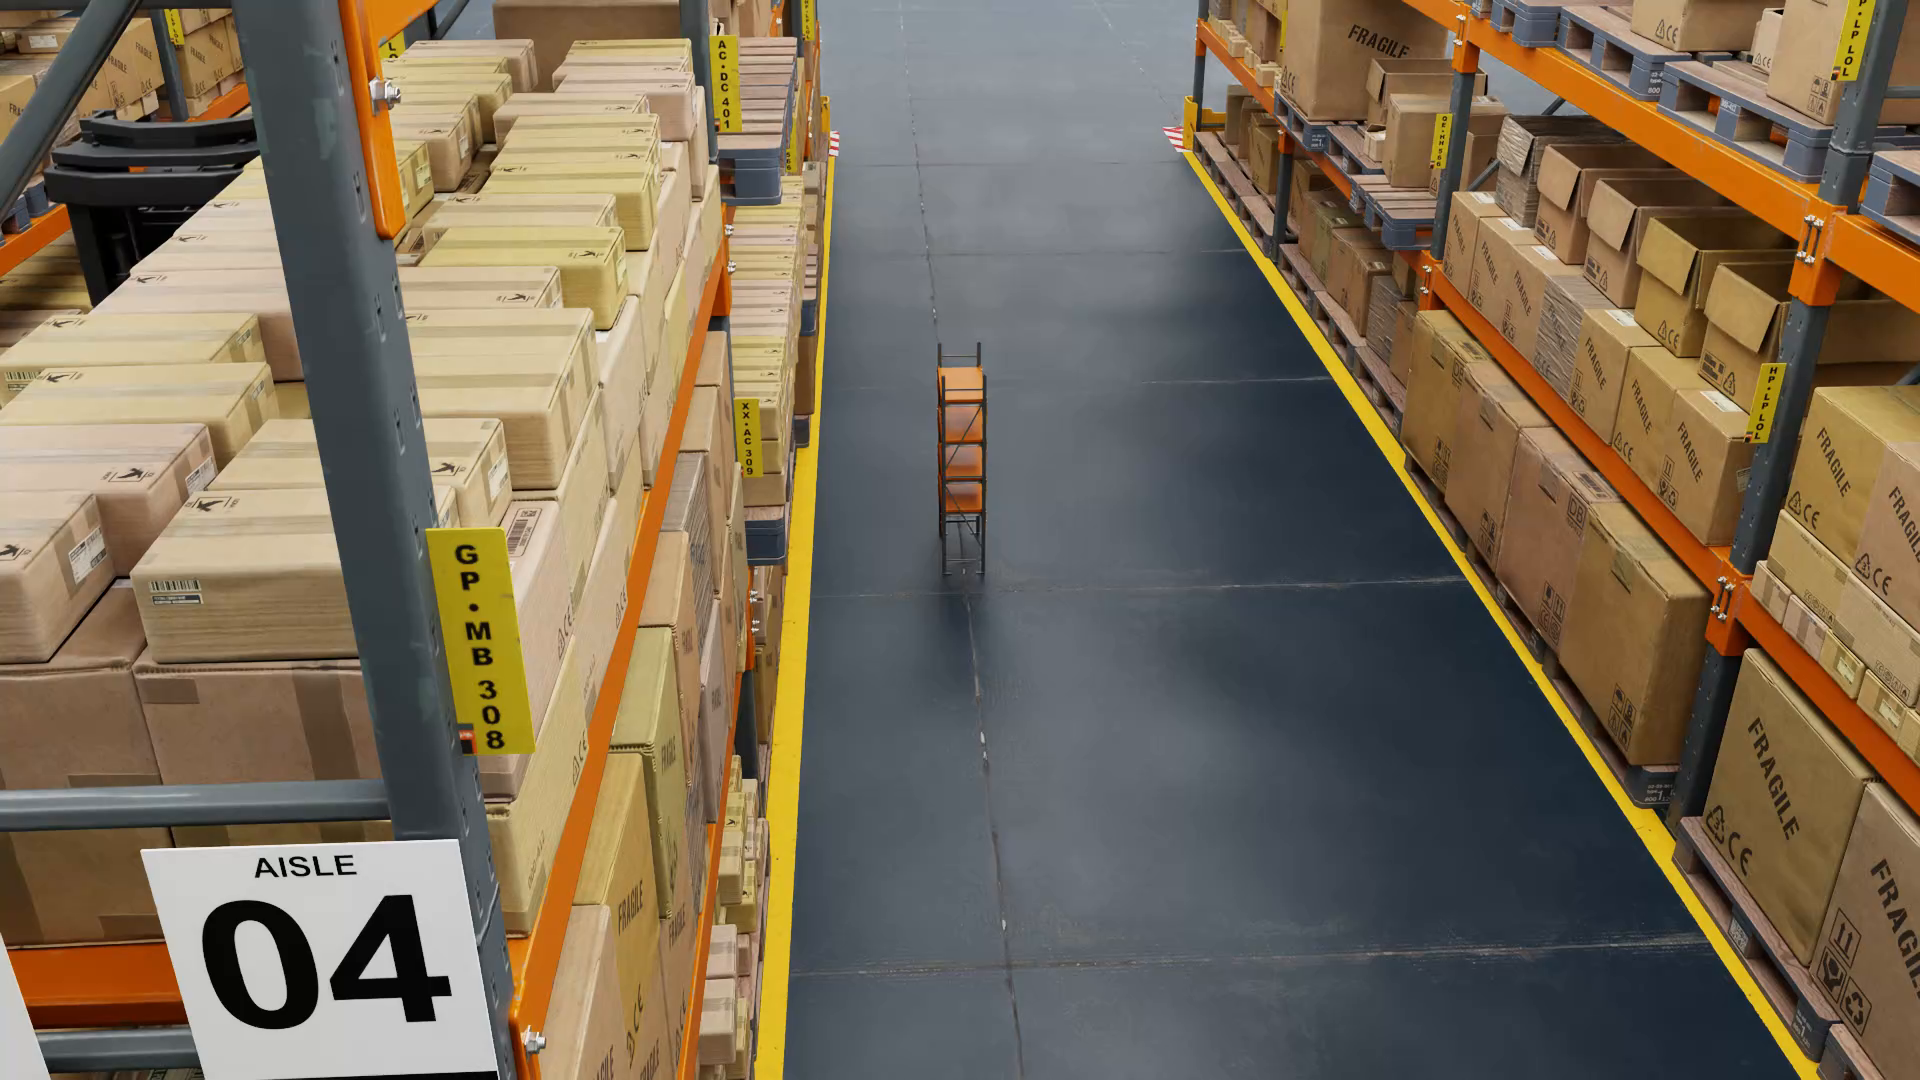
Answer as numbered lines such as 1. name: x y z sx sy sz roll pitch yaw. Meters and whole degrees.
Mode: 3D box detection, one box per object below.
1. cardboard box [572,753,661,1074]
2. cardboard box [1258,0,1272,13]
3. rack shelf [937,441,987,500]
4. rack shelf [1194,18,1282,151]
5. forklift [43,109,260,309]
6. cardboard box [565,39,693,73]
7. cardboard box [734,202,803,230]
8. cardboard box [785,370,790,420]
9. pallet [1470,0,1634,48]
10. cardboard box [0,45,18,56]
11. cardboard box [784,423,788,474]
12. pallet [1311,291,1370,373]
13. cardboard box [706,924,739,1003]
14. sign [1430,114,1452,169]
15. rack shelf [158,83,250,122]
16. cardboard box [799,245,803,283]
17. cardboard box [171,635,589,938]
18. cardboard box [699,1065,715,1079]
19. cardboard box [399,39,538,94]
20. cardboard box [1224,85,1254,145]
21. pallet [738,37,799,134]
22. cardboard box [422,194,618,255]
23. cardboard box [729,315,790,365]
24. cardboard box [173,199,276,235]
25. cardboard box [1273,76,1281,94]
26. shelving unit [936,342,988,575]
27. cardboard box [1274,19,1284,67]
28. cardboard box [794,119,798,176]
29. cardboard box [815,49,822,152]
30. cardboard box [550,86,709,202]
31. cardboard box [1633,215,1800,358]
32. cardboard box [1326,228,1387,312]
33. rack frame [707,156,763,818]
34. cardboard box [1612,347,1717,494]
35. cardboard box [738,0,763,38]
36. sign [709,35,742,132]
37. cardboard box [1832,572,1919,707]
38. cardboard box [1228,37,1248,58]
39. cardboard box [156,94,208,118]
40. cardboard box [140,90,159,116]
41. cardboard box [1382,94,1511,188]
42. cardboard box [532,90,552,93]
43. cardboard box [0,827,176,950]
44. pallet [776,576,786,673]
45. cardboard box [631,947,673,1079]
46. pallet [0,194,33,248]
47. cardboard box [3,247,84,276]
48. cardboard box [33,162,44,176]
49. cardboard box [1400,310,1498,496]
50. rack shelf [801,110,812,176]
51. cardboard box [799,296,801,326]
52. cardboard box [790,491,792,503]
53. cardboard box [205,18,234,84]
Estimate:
1. cardboard box: -0.929 0.795 3.470 0.500 0.500 0.500 -1 28 -1
2. cardboard box: 2.868 -4.805 14.208 0.500 0.500 0.500 -1 28 -3
3. rack shelf: 0.009 -0.396 9.357 0.258 0.148 0.480 -1 28 -3
4. rack shelf: 3.089 -4.358 15.640 1.077 0.370 4.000 -1 28 -3
5. forklift: -3.170 -0.619 7.767 1.130 2.935 3.031 -2 28 -3
6. cardboard box: -1.057 -1.510 5.348 0.380 0.149 0.250 -3 28 -5
7. cardboard box: -1.048 -1.719 8.977 0.380 0.149 0.250 -1 28 -1
8. cardboard box: -0.938 -0.624 7.199 0.380 0.149 0.250 -1 28 -1
9. pallet: 3.489 -2.856 8.943 1.213 0.211 1.003 0 28 0
10. cardboard box: -6.926 -3.193 11.745 0.500 0.500 0.500 -2 28 -3
11. cardboard box: -0.929 -0.381 7.055 0.380 0.149 0.250 -1 28 -2
12. pallet: 3.302 -1.593 12.575 1.003 0.211 1.213 -1 28 -3
13. cardboard box: -0.954 1.463 5.687 0.380 0.149 0.250 -3 28 -5
14. sign: 2.861 -2.367 9.878 0.100 0.325 0.005 -1 28 -3
15. rack shelf: -6.807 -4.119 15.181 1.077 0.370 4.000 -1 28 -3
16. cardboard box: -1.031 -1.462 8.806 0.380 0.149 0.250 -1 28 -3
17. cardboard box: -0.906 0.385 2.688 0.500 0.250 0.500 0 28 -1
18. cardboard box: -1.013 1.706 5.543 0.380 0.149 0.250 -3 28 -5
19. cardboard box: -1.574 -1.507 5.343 0.380 0.149 0.250 -2 28 -4
20. cardboard box: 3.001 -4.390 17.172 0.500 0.500 0.500 4 28 7
21. pallet: -1.330 -1.999 7.299 1.213 0.211 1.003 -1 28 -3
22. cardboard box: -0.979 -0.674 3.744 0.380 0.149 0.250 0 28 -1
23. cardboard box: -0.950 -0.880 7.367 0.380 0.149 0.250 -2 28 -3
24. cardboard box: -1.507 -0.658 3.715 0.380 0.149 0.250 -2 28 -4
25. cardboard box: 2.885 -3.850 14.159 0.380 0.149 0.250 -1 28 -3
26. shelving unit: 0.009 -0.456 9.326 0.258 1.200 0.503 -1 28 -3
27. cardboard box: 3.241 -4.371 14.456 0.875 0.500 0.500 -1 28 -3
28. cardboard box: -1.365 -2.559 11.304 0.500 0.500 0.500 -1 28 -3
29. cardboard box: -1.872 -4.460 16.901 0.875 0.875 0.875 -1 28 -2
30. cardboard box: -1.069 -1.264 5.307 0.500 0.250 0.500 -3 28 -5
31. cardboard box: 3.545 -1.160 7.537 0.797 0.503 0.637 -1 28 -2
32. cardboard box: 3.240 -2.077 12.716 0.700 0.500 0.500 -4 28 -7
33. rack frame: -1.347 0.014 6.479 1.000 3.000 0.127 -1 28 -3
34. cardboard box: 3.295 -0.541 7.436 0.500 0.500 0.500 -1 28 -1
35. cardboard box: -1.211 -2.488 7.925 0.500 0.500 0.500 -1 28 -3
36. sign: -0.806 -1.562 5.698 0.100 0.325 0.005 -1 28 -3
37. cardboard box: 3.395 0.329 5.716 0.500 0.250 0.500 -2 28 -3
38. cardboard box: 2.743 -4.657 15.707 0.380 0.149 0.250 -1 28 -3
39. cardboard box: -6.399 -3.556 13.596 0.380 0.149 0.250 -2 28 -3
40. cardboard box: -6.400 -3.358 12.762 0.380 0.149 0.250 -1 28 -2
41. cardboard box: 3.205 -2.640 11.007 0.700 0.500 0.500 3 28 5
42. cardboard box: -1.562 -1.243 5.267 0.500 0.250 0.500 0 28 -1
43. cardboard box: -1.426 0.394 2.669 0.500 0.250 0.500 -2 28 -4
44. pallet: -1.456 0.326 8.896 1.003 0.211 1.213 -1 28 -3
45. cardboard box: -0.939 1.225 3.728 0.500 0.500 0.500 -1 28 -3
46. pallet: -6.638 -1.908 10.373 1.213 0.211 1.003 -1 28 -3
47. cardboard box: -6.632 -1.961 12.654 0.950 0.372 0.625 0 28 1
48. cardboard box: -6.413 -2.521 11.158 0.380 0.149 0.250 0 28 -1
49. cardboard box: 3.418 -0.831 9.943 1.225 0.875 0.875 -3 28 -5
50. rack shelf: -1.660 -2.438 11.958 1.077 0.370 4.000 -1 28 -3
51. cardboard box: -1.021 -1.218 8.660 0.380 0.149 0.250 -3 28 -5
52. cardboard box: -1.237 -0.373 9.471 0.500 0.500 0.500 0 28 -1
53. cardboard box: -6.497 -4.131 13.998 0.500 0.500 0.500 -1 28 -3
